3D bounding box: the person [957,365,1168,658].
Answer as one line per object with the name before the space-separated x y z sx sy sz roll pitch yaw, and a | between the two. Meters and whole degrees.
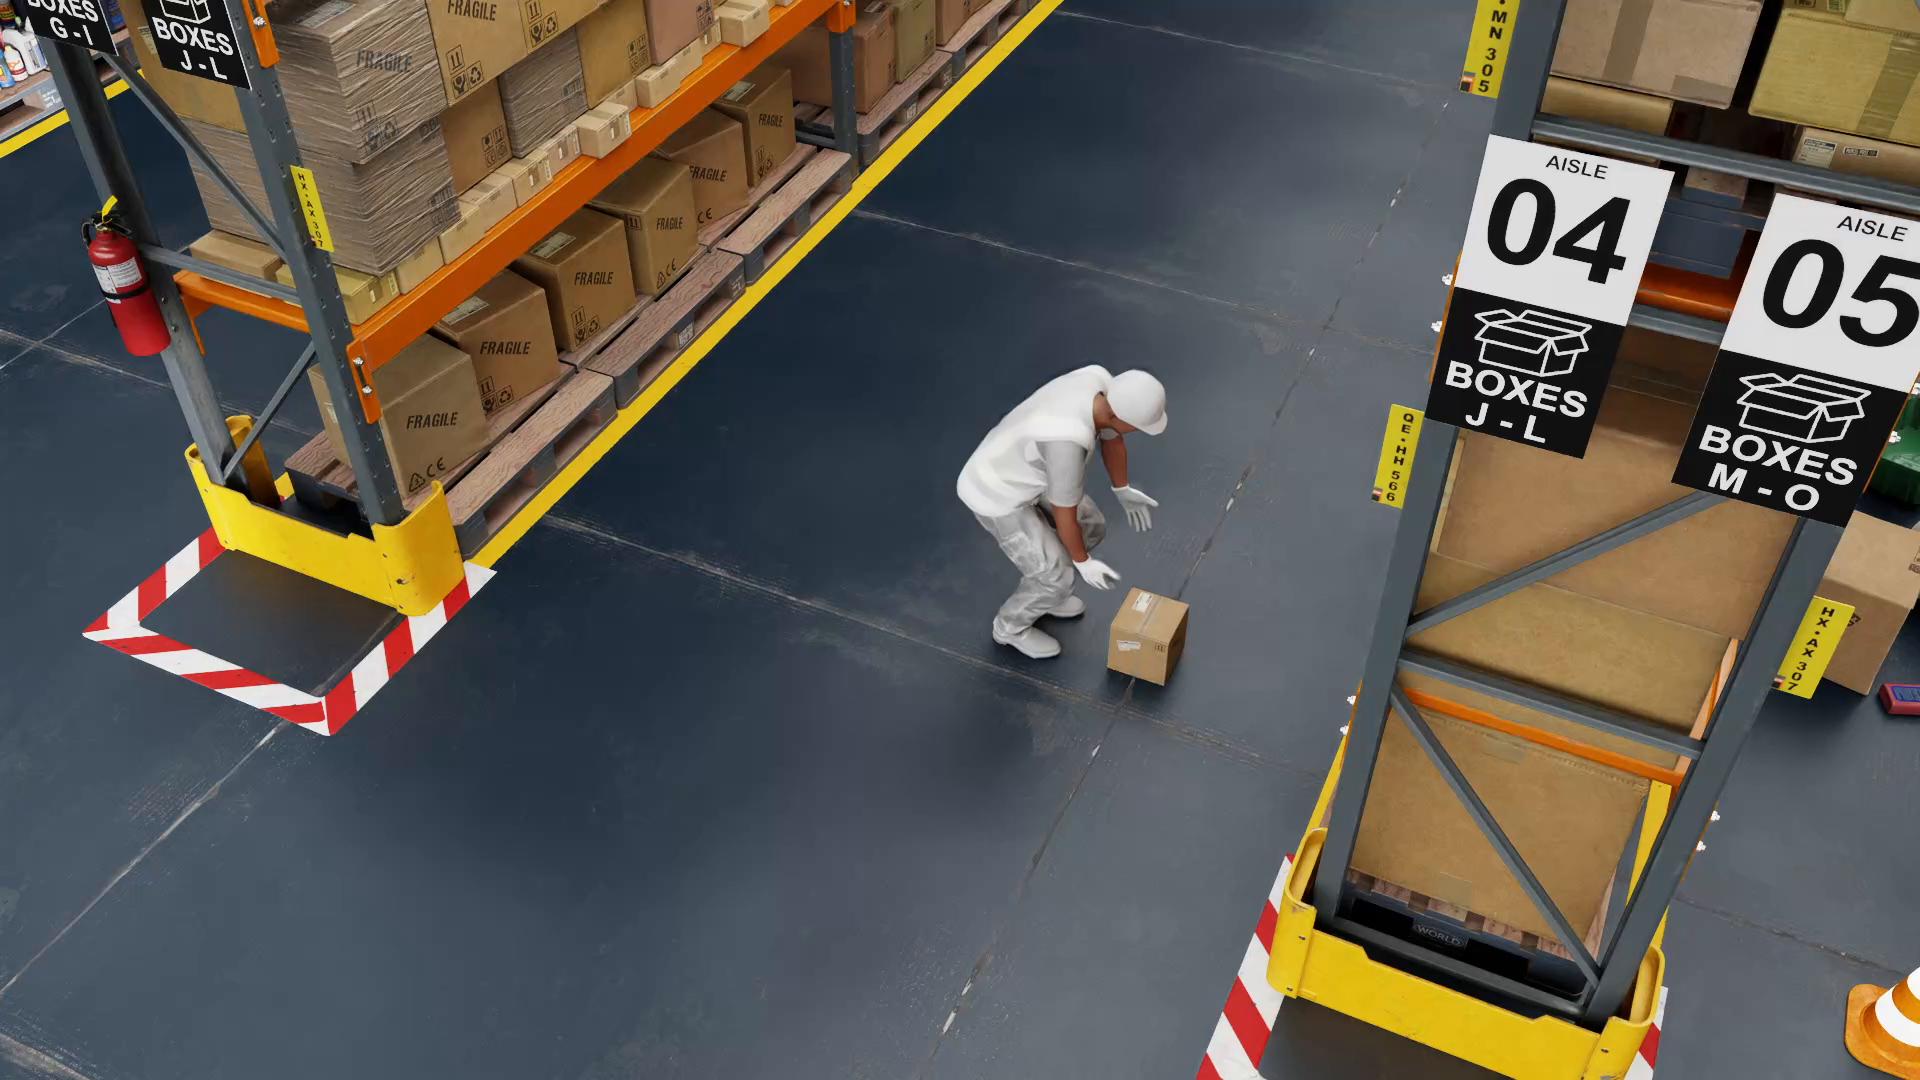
person | 0.404 -0.169 6.640 0.789 1.380 0.613 17 44 19
